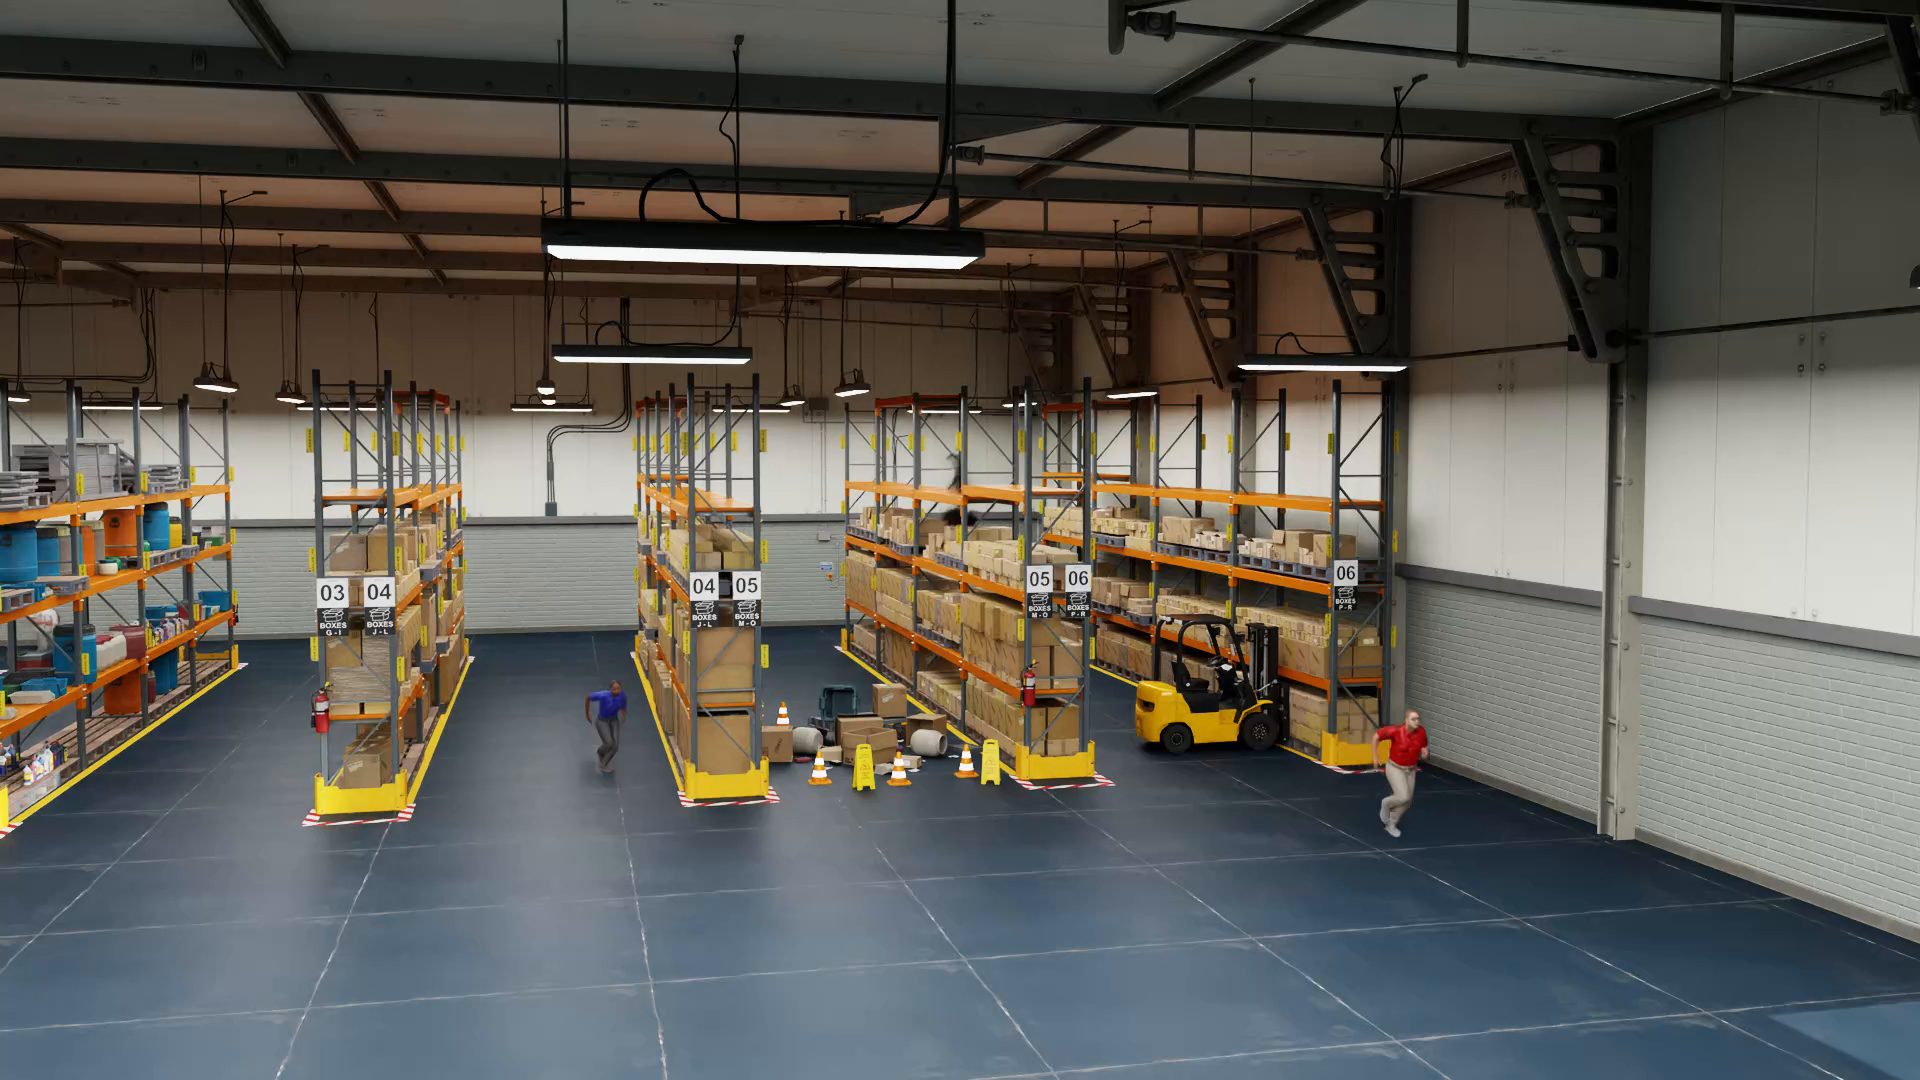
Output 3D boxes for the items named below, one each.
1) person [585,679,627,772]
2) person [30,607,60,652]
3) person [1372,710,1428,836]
[{"bbox_3d":[-5.344,2.818,25.170,0.596,1.481,0.785,-2,4,-35],"label":"person"},{"bbox_3d":[-20.099,2.023,36.594,0.833,1.823,0.664,2,4,35],"label":"person"},{"bbox_3d":[5.646,2.963,21.128,0.649,1.650,0.740,-1,4,-23],"label":"person"}]
